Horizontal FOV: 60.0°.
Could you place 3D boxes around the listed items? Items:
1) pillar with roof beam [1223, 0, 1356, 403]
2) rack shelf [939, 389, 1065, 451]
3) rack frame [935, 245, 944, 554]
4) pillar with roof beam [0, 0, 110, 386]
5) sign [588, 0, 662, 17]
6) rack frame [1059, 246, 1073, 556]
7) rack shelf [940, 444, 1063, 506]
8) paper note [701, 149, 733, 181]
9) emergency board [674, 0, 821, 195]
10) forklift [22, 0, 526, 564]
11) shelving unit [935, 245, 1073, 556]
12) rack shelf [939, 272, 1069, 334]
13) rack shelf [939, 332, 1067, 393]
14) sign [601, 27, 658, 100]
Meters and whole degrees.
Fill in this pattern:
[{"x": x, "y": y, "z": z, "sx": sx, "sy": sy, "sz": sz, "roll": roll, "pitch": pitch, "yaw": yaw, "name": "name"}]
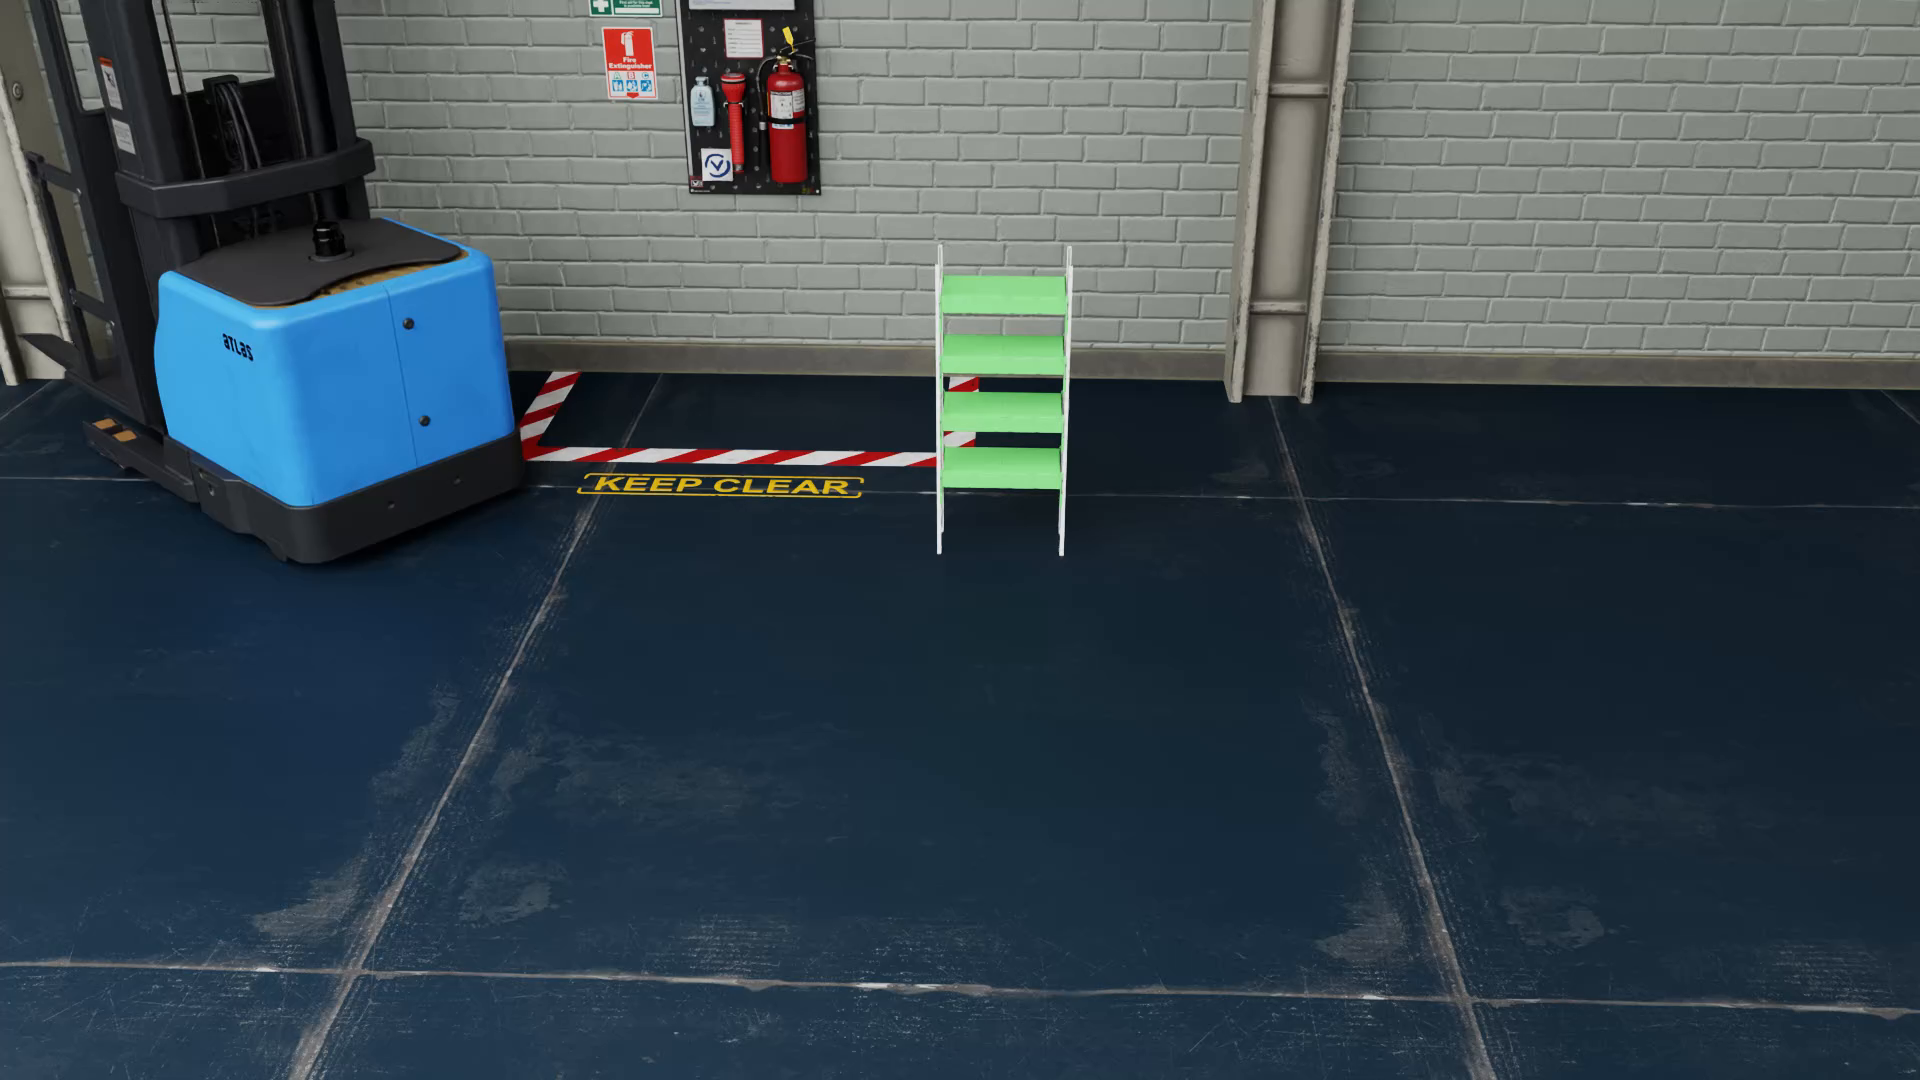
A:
[{"x": 1.349, "y": -2.693, "z": 2.222, "sx": 0.400, "sy": 9.000, "sz": 9.100, "roll": 1, "pitch": 28, "yaw": 2, "name": "pillar with roof beam"}, {"x": 0.165, "y": -0.471, "z": 6.494, "sx": 0.480, "sy": 0.148, "sz": 0.258, "roll": 1, "pitch": 28, "yaw": 2, "name": "rack shelf"}, {"x": -0.078, "y": -0.531, "z": 6.471, "sx": 0.015, "sy": 1.200, "sz": 0.240, "roll": 1, "pitch": 28, "yaw": 2, "name": "rack frame"}, {"x": -4.647, "y": -2.792, "z": 2.409, "sx": 0.400, "sy": 9.000, "sz": 9.100, "roll": 1, "pitch": 28, "yaw": 2, "name": "pillar with roof beam"}, {"x": -1.512, "y": -2.419, "z": 7.507, "sx": 0.331, "sy": 0.109, "sz": 0.001, "roll": 1, "pitch": 28, "yaw": 2, "name": "sign"}, {"x": 0.409, "y": -0.523, "z": 6.456, "sx": 0.015, "sy": 1.200, "sz": 0.240, "roll": 1, "pitch": 28, "yaw": 2, "name": "rack frame"}, {"x": 0.165, "y": -0.259, "z": 6.606, "sx": 0.480, "sy": 0.148, "sz": 0.258, "roll": 1, "pitch": 28, "yaw": 2, "name": "rack shelf"}, {"x": -1.142, "y": -1.762, "z": 7.812, "sx": 0.142, "sy": 0.148, "sz": 0.016, "roll": 1, "pitch": 28, "yaw": 2, "name": "paper note"}, {"x": -0.967, "y": -2.116, "z": 7.539, "sx": 0.643, "sy": 1.169, "sz": 0.194, "roll": 1, "pitch": 28, "yaw": 2, "name": "emergency board"}, {"x": -3.282, "y": -1.772, "z": 6.964, "sx": 3.031, "sy": 2.935, "sz": 1.130, "roll": 23, "pitch": 35, "yaw": 36, "name": "forklift"}, {"x": 0.165, "y": -0.527, "z": 6.464, "sx": 0.503, "sy": 1.200, "sz": 0.258, "roll": 1, "pitch": 28, "yaw": 2, "name": "shelving unit"}, {"x": 0.165, "y": -0.895, "z": 6.269, "sx": 0.480, "sy": 0.148, "sz": 0.258, "roll": 1, "pitch": 28, "yaw": 2, "name": "rack shelf"}, {"x": 0.165, "y": -0.683, "z": 6.381, "sx": 0.480, "sy": 0.148, "sz": 0.258, "roll": 1, "pitch": 28, "yaw": 2, "name": "rack shelf"}, {"x": -1.516, "y": -2.189, "z": 7.639, "sx": 0.234, "sy": 0.329, "sz": 0.001, "roll": 1, "pitch": 28, "yaw": 2, "name": "sign"}]
